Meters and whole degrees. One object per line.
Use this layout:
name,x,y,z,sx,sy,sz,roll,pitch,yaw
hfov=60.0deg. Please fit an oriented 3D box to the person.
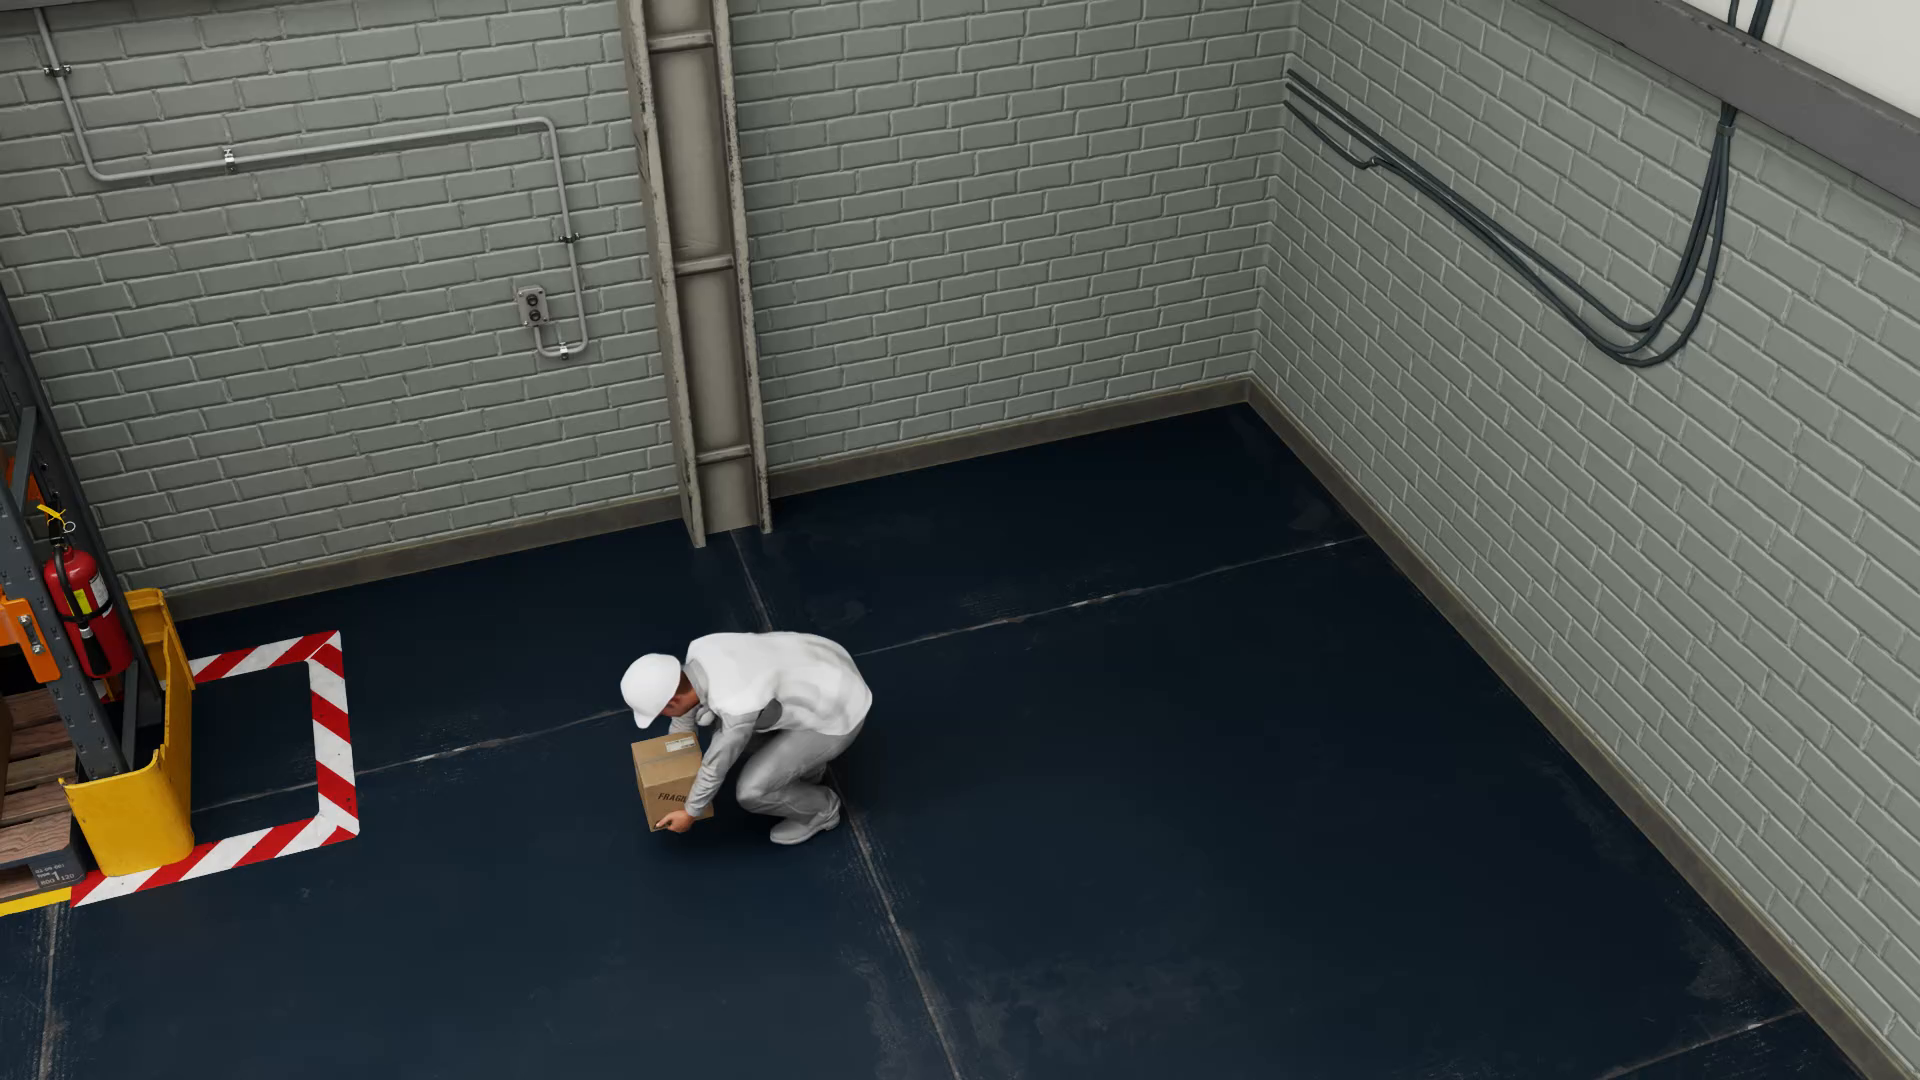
person,-0.809,0.733,6.452,0.935,0.996,0.508,-14,40,-17
